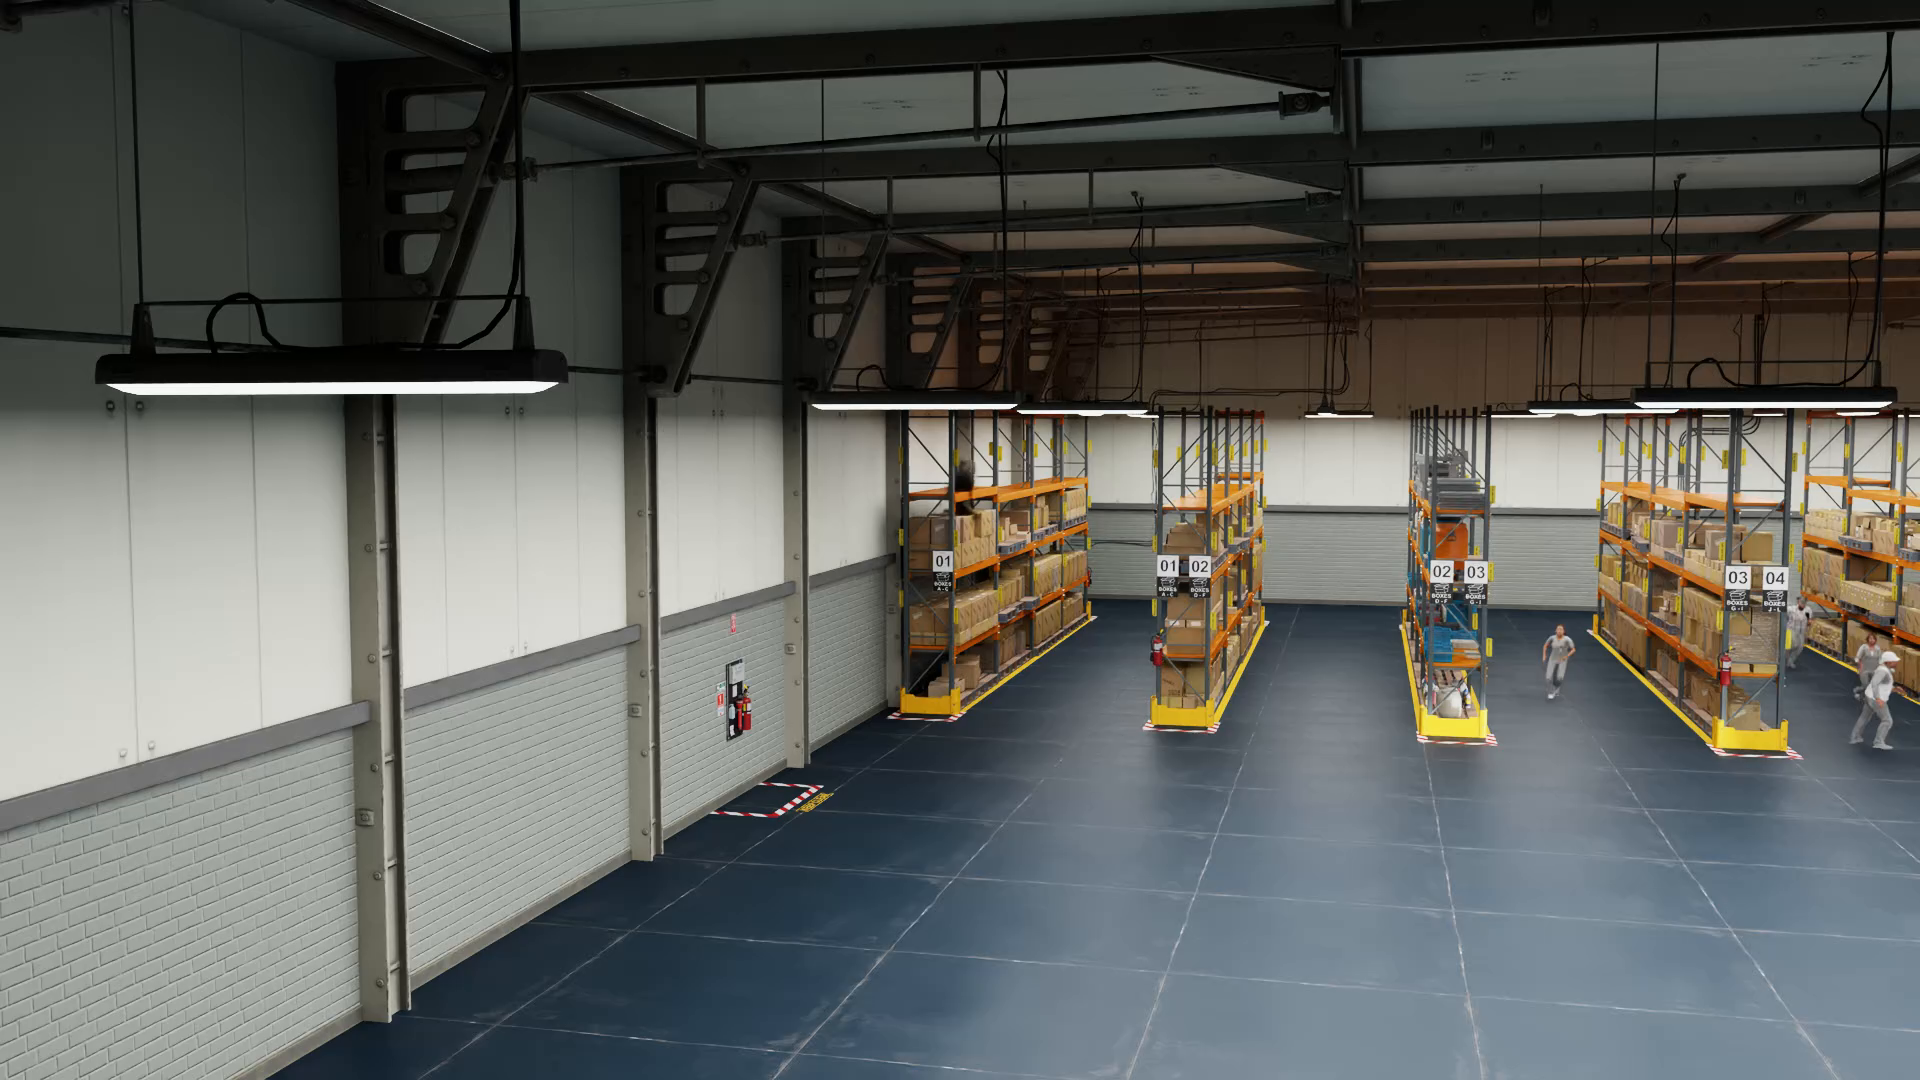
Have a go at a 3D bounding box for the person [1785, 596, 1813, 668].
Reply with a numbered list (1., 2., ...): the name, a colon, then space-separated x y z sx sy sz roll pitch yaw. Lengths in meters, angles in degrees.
1. person: 19.378 2.125 38.444 0.634 1.697 0.737 0 4 -1

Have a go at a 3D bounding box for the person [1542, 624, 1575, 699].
1. person: 12.319 2.501 34.211 0.634 1.578 0.525 2 5 25

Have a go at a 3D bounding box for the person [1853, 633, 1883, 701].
1. person: 17.953 2.599 32.891 0.520 1.559 0.632 0 4 7

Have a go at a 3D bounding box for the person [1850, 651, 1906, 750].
1. person: 16.124 2.786 29.144 0.826 1.717 0.713 1 4 19
